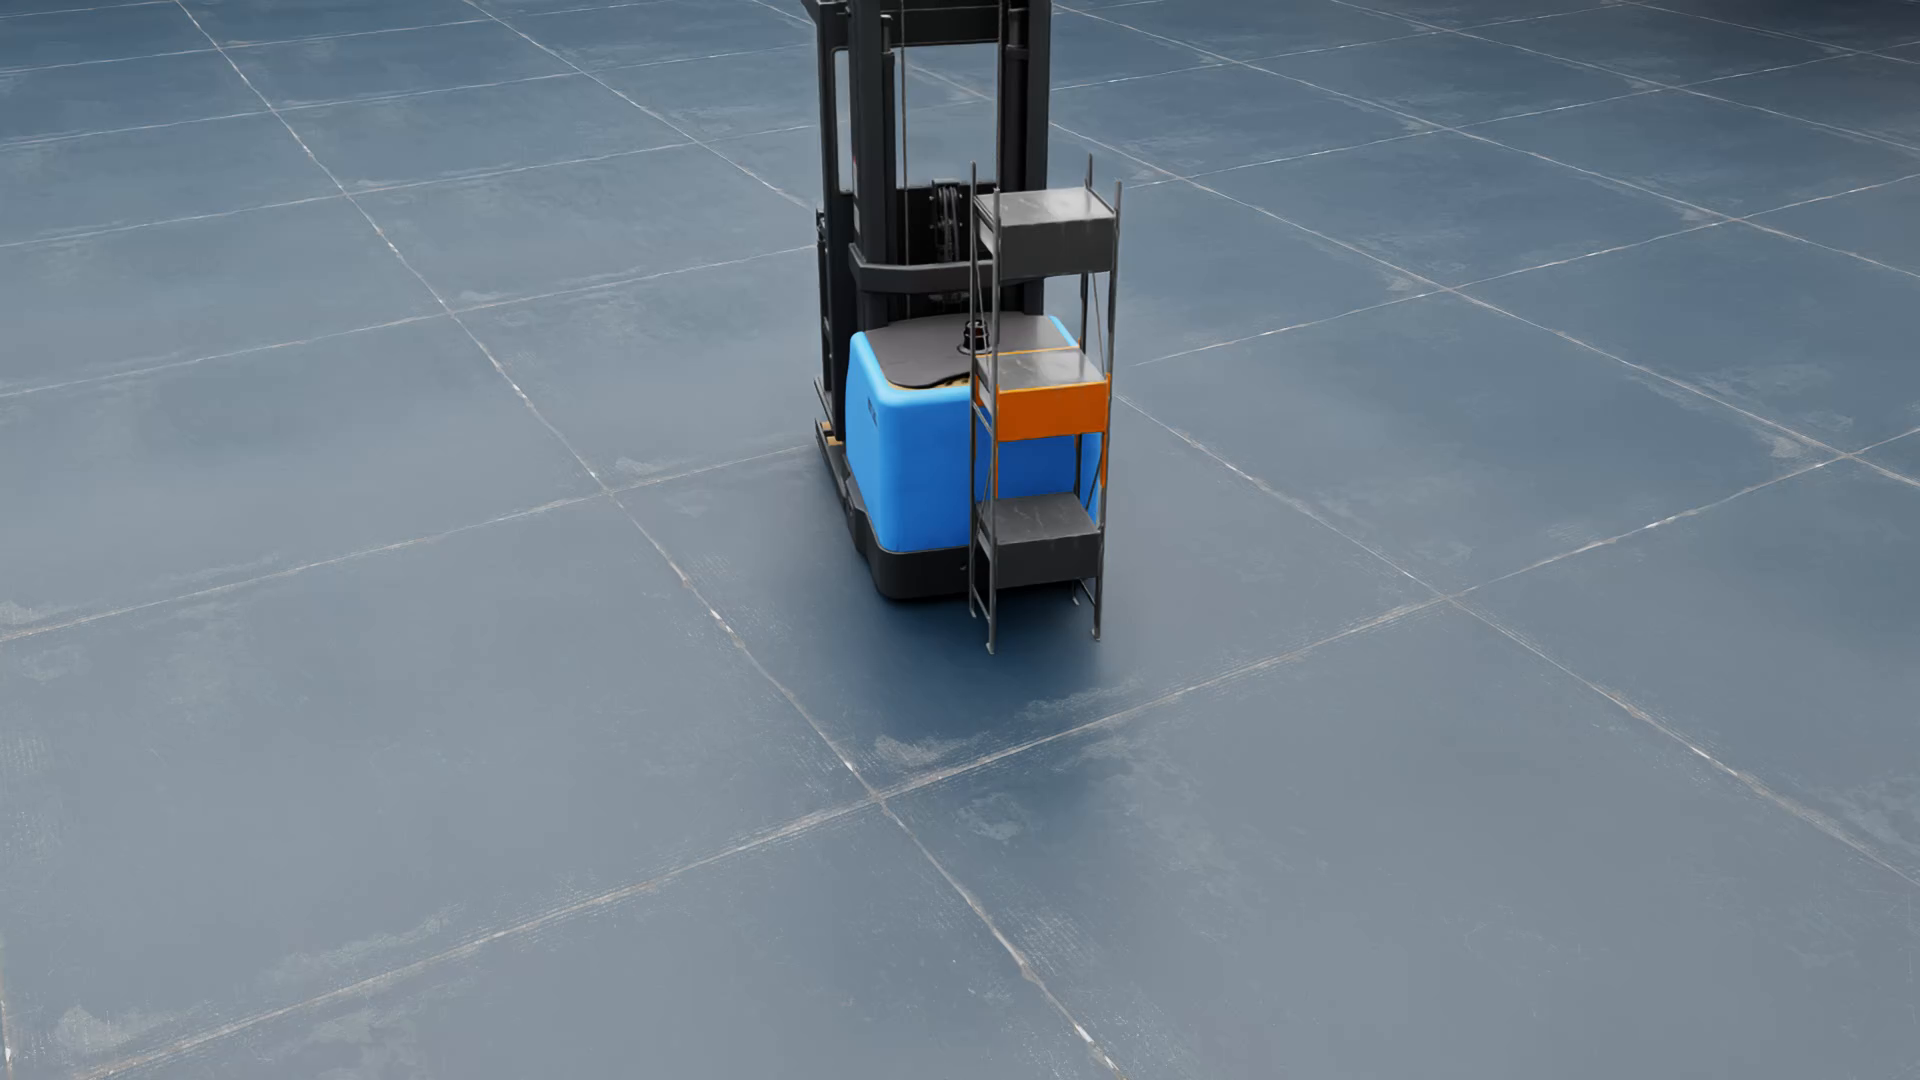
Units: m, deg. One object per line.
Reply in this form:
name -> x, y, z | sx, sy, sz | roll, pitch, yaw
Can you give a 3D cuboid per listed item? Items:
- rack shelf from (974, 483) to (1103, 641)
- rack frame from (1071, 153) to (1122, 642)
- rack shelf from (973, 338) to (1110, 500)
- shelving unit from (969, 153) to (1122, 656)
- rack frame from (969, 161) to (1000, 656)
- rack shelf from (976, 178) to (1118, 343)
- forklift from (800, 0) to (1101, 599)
rack shelf -> 0.334, 0.094, 7.384 | 0.480, 0.518, 0.431 | -7, 30, -12
rack frame -> 0.571, -0.559, 7.089 | 0.015, 2.100, 0.400 | -7, 30, -12
rack shelf -> 0.334, -0.519, 7.046 | 0.480, 0.518, 0.431 | -7, 30, -12
shelving unit -> 0.334, -0.531, 7.039 | 0.503, 2.100, 0.431 | -7, 30, -12
rack frame -> 0.096, -0.503, 6.989 | 0.015, 2.100, 0.400 | -7, 30, -12
rack shelf -> 0.334, -1.132, 6.708 | 0.480, 0.518, 0.431 | -7, 30, -12
forklift -> -0.173, -1.709, 8.313 | 1.130, 2.935, 3.031 | -6, 30, -11
